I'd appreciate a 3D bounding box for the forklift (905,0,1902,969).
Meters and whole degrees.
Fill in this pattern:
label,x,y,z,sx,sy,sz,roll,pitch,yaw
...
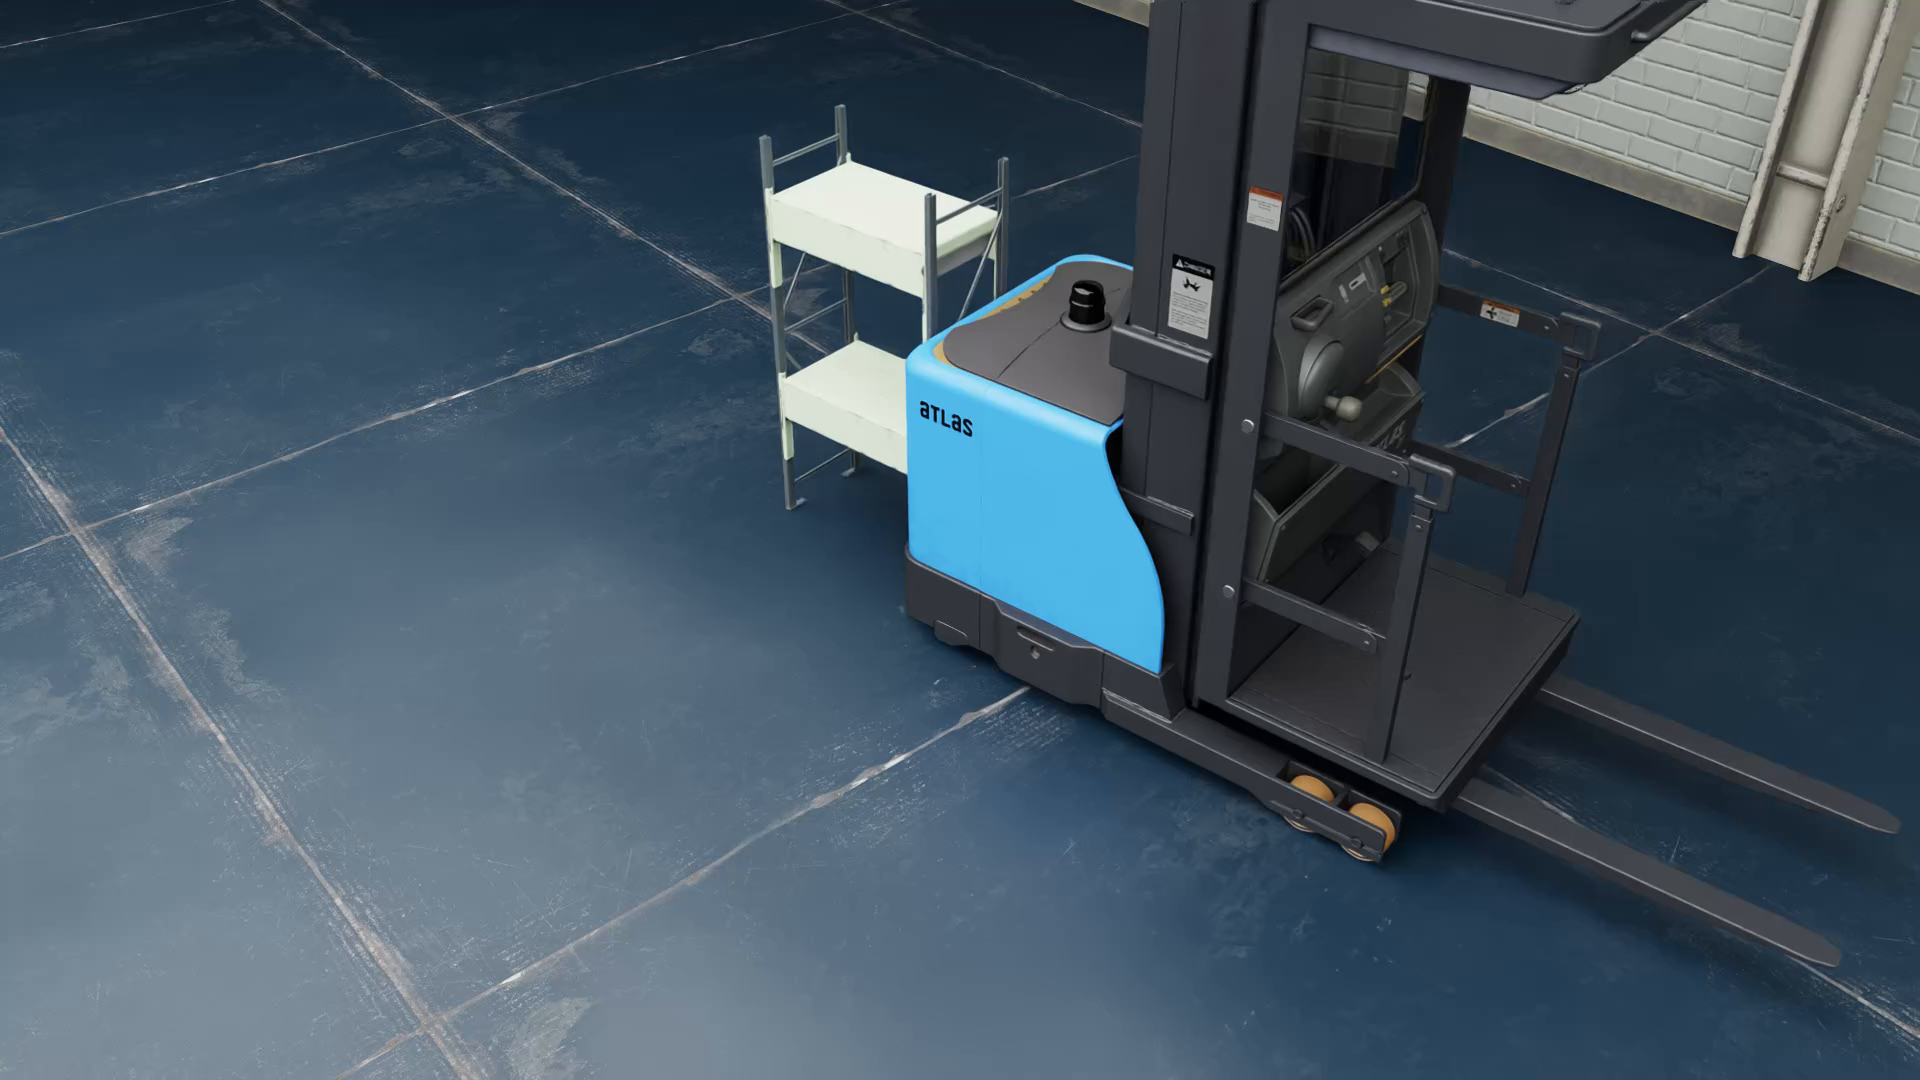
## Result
label,x,y,z,sx,sy,sz,roll,pitch,yaw
forklift,1.283,-0.599,4.560,3.031,2.935,1.130,24,42,30

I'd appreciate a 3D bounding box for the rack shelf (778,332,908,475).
label,x,y,z,sx,sy,sz,roll,pitch,yaw
rack shelf,-0.255,-0.414,6.100,0.720,0.370,0.431,26,43,32

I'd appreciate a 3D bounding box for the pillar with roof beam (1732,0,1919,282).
label,x,y,z,sx,sy,sz,roll,pitch,yaw
pillar with roof beam,0.783,-3.452,3.338,9.100,9.000,0.400,-26,43,-32

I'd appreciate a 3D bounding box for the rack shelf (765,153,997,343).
label,x,y,z,sx,sy,sz,roll,pitch,yaw
rack shelf,-0.255,-0.998,5.687,0.720,0.370,0.431,26,43,32

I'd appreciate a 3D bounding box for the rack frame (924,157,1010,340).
label,x,y,z,sx,sy,sz,roll,pitch,yaw
rack frame,0.025,-0.543,5.719,0.023,1.500,0.400,26,43,32

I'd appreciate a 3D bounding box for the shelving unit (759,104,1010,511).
label,x,y,z,sx,sy,sz,roll,pitch,yaw
shelving unit,-0.255,-0.680,5.912,0.755,1.500,0.431,26,43,32

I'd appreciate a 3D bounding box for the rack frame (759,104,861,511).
label,x,y,z,sx,sy,sz,roll,pitch,yaw
rack frame,-0.534,-0.816,6.105,0.023,1.500,0.400,26,43,32
